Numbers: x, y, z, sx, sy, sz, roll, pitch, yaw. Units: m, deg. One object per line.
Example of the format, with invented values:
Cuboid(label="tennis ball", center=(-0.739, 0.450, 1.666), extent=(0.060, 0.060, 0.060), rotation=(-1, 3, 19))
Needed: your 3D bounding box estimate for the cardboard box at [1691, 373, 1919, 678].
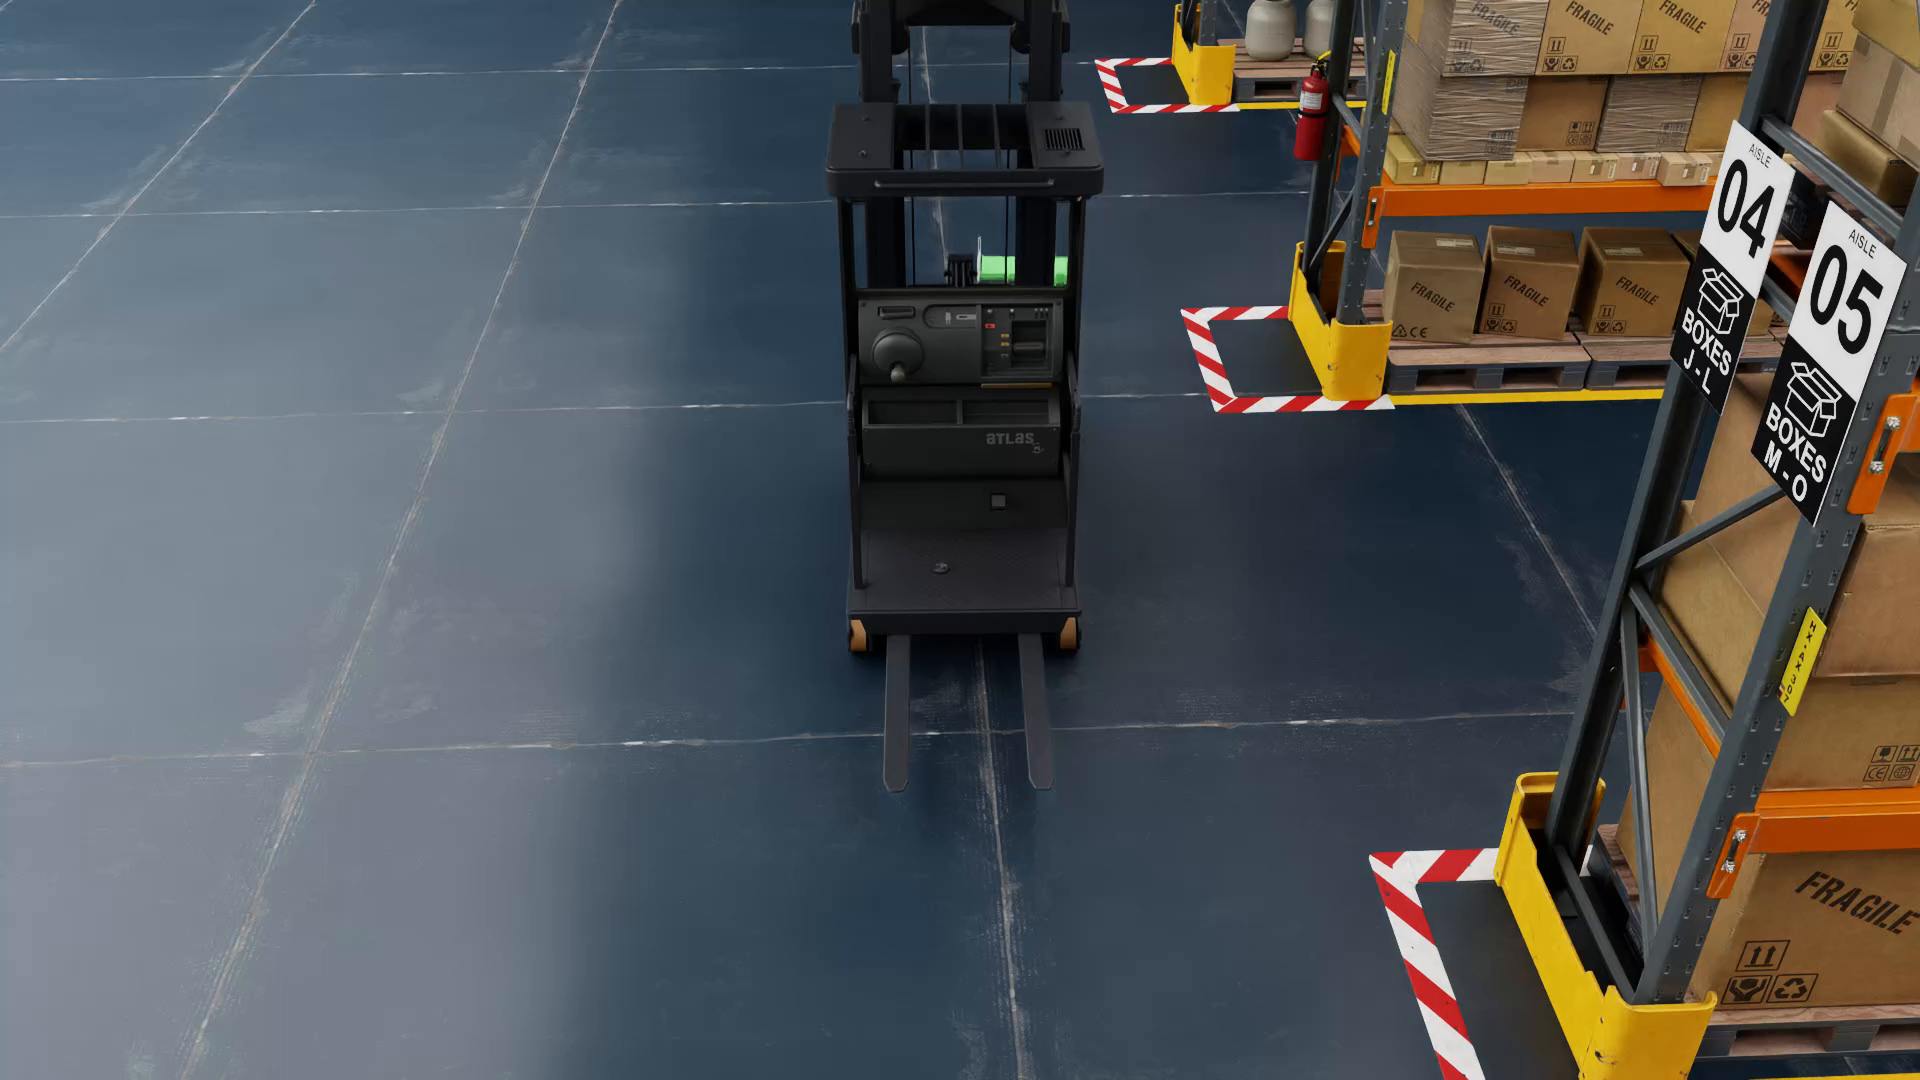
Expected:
Cuboid(label="cardboard box", center=(2.768, -0.069, 5.133), extent=(0.550, 0.550, 0.875), rotation=(-2, 35, -2))

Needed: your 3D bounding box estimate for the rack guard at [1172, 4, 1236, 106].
Cuboid(label="rack guard", center=(2.101, -4.214, 14.400), extent=(0.348, 0.500, 1.175), rotation=(-2, 35, -2))

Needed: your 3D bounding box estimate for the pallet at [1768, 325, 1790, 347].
Cuboid(label="pallet", center=(5.588, -1.321, 10.473), extent=(1.213, 0.211, 1.003), rotation=(-2, 35, -2))

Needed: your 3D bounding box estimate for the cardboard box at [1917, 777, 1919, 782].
Cuboid(label="cardboard box", center=(3.312, 0.300, 5.549), extent=(0.550, 0.550, 0.875), rotation=(-2, 35, -2))

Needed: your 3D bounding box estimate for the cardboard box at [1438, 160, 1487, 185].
Cuboid(label="cardboard box", center=(2.808, -2.162, 9.459), extent=(0.250, 0.149, 0.380), rotation=(-2, 35, -2))

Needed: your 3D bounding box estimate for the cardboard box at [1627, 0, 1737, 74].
Cuboid(label="cardboard box", center=(3.823, -2.856, 9.013), extent=(0.500, 0.500, 0.500), rotation=(-2, 35, -2))

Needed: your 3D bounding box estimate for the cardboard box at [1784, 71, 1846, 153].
Cuboid(label="cardboard box", center=(4.809, -2.628, 9.562), extent=(0.500, 0.500, 0.875), rotation=(-2, 35, -2))

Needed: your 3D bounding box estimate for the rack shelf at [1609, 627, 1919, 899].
Cuboid(label="rack shelf", center=(4.393, 0.666, 5.783), extent=(4.000, 0.370, 1.077), rotation=(-2, 35, -2))

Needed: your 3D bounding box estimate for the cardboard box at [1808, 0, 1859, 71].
Cuboid(label="cardboard box", center=(4.822, -2.884, 9.054), extent=(0.500, 0.500, 0.500), rotation=(-2, 35, -2))

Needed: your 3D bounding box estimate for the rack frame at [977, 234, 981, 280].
Cuboid(label="rack frame", center=(0.103, -1.096, 9.274), extent=(0.015, 1.200, 0.240), rotation=(1, 33, 1))

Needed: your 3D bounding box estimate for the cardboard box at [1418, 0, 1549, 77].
Cuboid(label="cardboard box", center=(2.824, -2.832, 8.979), extent=(0.500, 0.500, 0.500), rotation=(-2, 35, -2))

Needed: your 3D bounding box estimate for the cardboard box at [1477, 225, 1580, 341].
Cuboid(label="cardboard box", center=(3.481, -1.585, 10.232), extent=(0.500, 0.500, 0.500), rotation=(7, 35, 10))

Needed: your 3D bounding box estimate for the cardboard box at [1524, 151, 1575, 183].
Cuboid(label="cardboard box", center=(3.307, -2.179, 9.484), extent=(0.250, 0.149, 0.380), rotation=(-2, 35, -2))

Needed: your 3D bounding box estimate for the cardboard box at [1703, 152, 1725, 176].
Cuboid(label="cardboard box", center=(4.304, -2.234, 9.563), extent=(0.250, 0.149, 0.380), rotation=(-2, 35, -2))

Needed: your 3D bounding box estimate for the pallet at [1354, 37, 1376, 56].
Cuboid(label="pallet", center=(4.128, -4.145, 14.554), extent=(1.213, 0.211, 1.003), rotation=(-2, 35, -2))

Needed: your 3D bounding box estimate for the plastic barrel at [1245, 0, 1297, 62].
Cuboid(label="plastic barrel", center=(2.681, -4.424, 14.324), extent=(0.421, 0.512, 0.421), rotation=(0, 35, 0))

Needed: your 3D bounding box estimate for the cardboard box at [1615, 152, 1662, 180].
Cuboid(label="cardboard box", center=(3.806, -2.204, 9.520), extent=(0.250, 0.149, 0.380), rotation=(-2, 35, -2))

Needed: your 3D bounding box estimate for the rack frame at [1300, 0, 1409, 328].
Cuboid(label="rack frame", center=(2.261, -2.398, 9.579), extent=(0.127, 3.000, 1.000), rotation=(-2, 35, -2))

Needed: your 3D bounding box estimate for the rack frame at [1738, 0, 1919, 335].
Cuboid(label="rack frame", center=(2.395, -2.042, 3.794), extent=(0.127, 3.000, 1.000), rotation=(-2, 35, -2))

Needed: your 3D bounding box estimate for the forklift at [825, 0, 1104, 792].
Cuboid(label="forklift", center=(0.011, -0.850, 7.402), extent=(1.130, 2.935, 3.031), rotation=(-1, 35, -1))

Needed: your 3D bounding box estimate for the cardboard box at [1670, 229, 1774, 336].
Cuboid(label="cardboard box", center=(4.667, -1.581, 10.226), extent=(0.500, 0.500, 0.500), rotation=(-4, 35, -6))

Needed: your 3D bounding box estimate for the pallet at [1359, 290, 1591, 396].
Cuboid(label="pallet", center=(3.151, -1.255, 10.378), extent=(1.213, 0.211, 1.003), rotation=(-2, 35, -2))

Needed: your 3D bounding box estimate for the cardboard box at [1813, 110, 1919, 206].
Cuboid(label="cardboard box", center=(2.711, -1.121, 4.862), extent=(0.250, 0.149, 0.380), rotation=(-2, 35, -2))

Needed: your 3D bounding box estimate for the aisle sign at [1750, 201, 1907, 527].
Cuboid(label="aisle sign", center=(2.339, -0.472, 4.512), extent=(0.004, 0.787, 0.394), rotation=(-2, 35, -2))

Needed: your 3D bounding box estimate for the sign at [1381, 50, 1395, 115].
Cuboid(label="sign", center=(2.287, -2.445, 8.887), extent=(0.005, 0.325, 0.100), rotation=(-2, 35, -2))

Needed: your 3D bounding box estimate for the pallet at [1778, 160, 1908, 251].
Cuboid(label="pallet", center=(3.136, -0.798, 4.710), extent=(1.213, 0.211, 1.003), rotation=(-2, 35, -2))

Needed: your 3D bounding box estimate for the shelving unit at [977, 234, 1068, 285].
Cuboid(label="shelving unit", center=(0.347, -1.093, 9.270), extent=(0.503, 1.200, 0.258), rotation=(1, 33, 1))

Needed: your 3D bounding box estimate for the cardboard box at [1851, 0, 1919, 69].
Cuboid(label="cardboard box", center=(2.716, -1.449, 4.636), extent=(0.250, 0.149, 0.380), rotation=(-1, 35, -2))

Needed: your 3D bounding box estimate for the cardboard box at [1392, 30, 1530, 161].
Cuboid(label="cardboard box", center=(2.812, -2.560, 9.464), extent=(0.500, 0.500, 0.875), rotation=(-2, 35, -2))

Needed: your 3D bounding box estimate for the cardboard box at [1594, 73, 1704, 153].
Cuboid(label="cardboard box", center=(3.807, -2.631, 9.566), extent=(0.500, 0.500, 0.875), rotation=(-2, 35, -2))

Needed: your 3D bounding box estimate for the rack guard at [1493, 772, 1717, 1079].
Cuboid(label="rack guard", center=(2.371, 1.453, 6.211), extent=(0.348, 0.500, 1.175), rotation=(-2, 35, -2))
